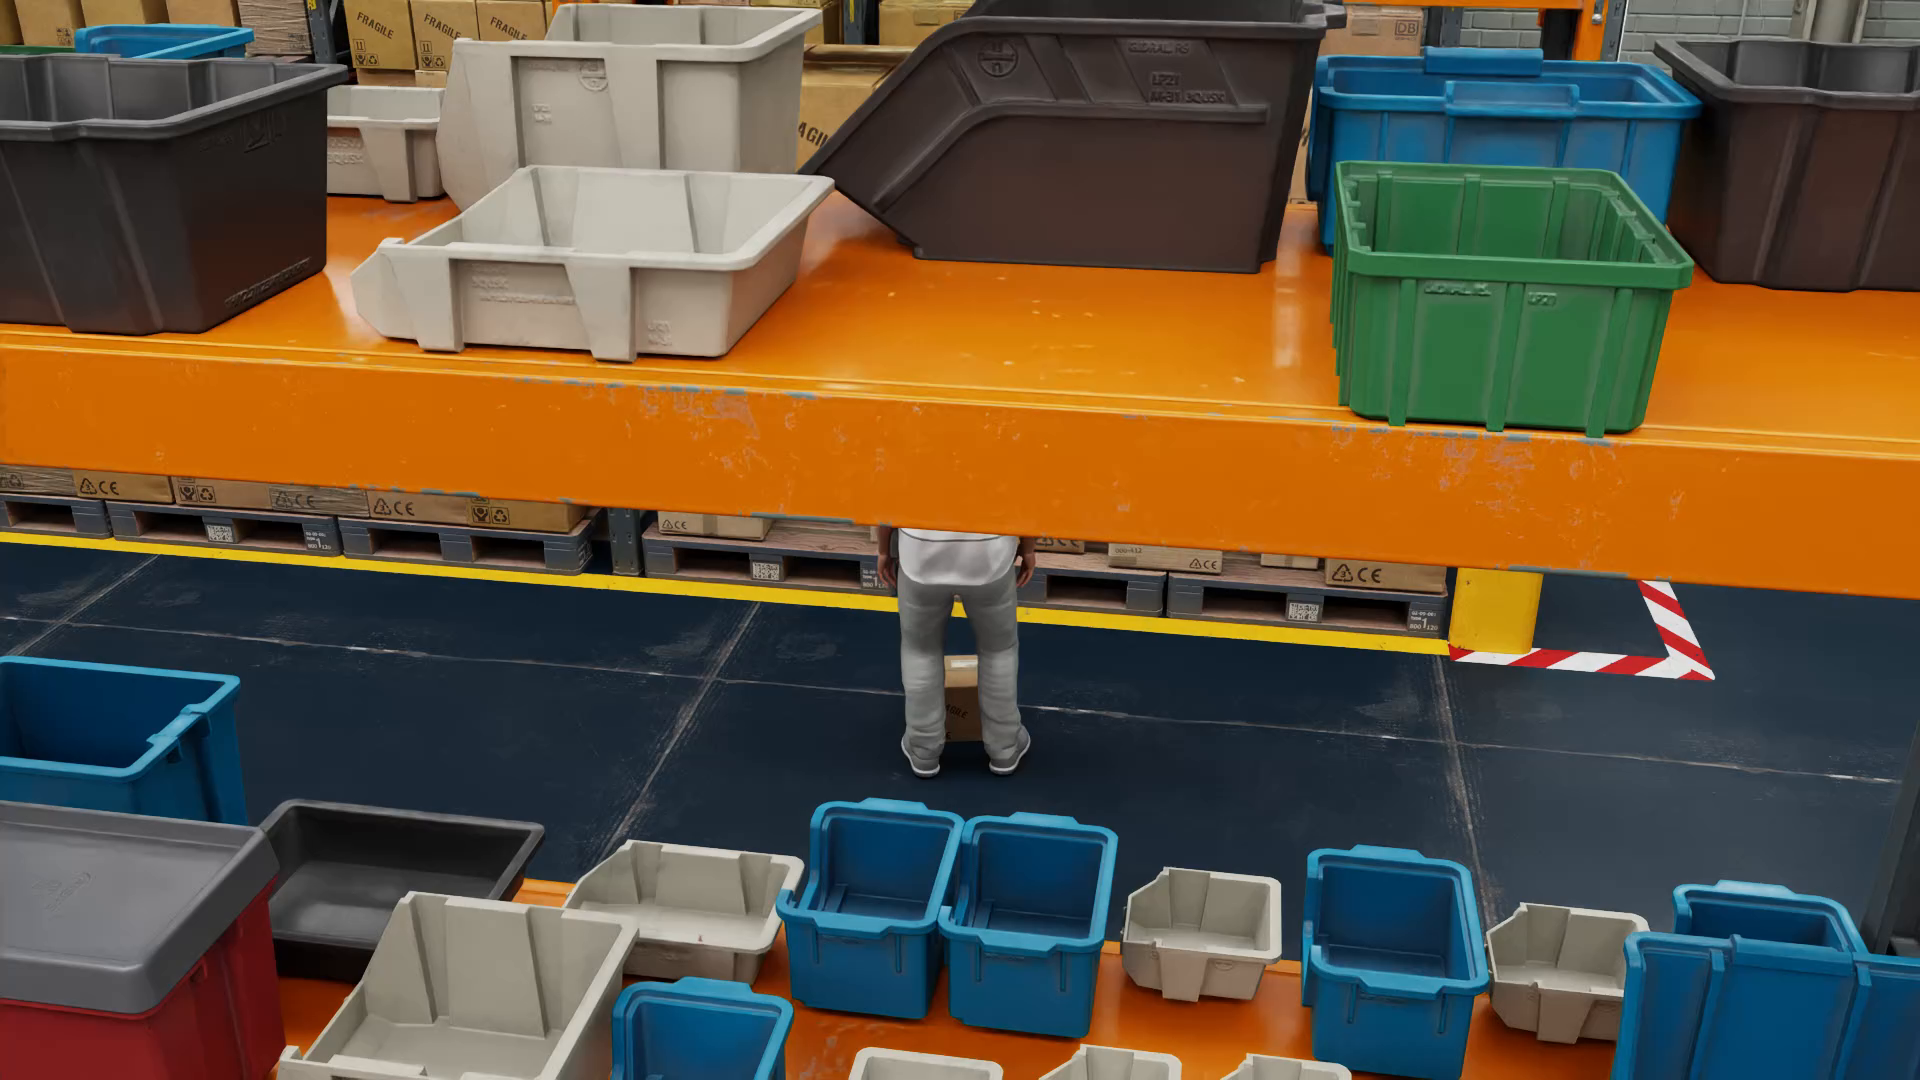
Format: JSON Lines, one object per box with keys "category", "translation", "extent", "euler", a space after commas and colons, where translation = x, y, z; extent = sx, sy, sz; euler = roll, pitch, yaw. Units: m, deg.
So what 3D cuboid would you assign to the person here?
{"category": "person", "translation": [-0.014, 0.055, 5.977], "extent": [0.585, 1.749, 0.434], "euler": [0, 25, 0]}
